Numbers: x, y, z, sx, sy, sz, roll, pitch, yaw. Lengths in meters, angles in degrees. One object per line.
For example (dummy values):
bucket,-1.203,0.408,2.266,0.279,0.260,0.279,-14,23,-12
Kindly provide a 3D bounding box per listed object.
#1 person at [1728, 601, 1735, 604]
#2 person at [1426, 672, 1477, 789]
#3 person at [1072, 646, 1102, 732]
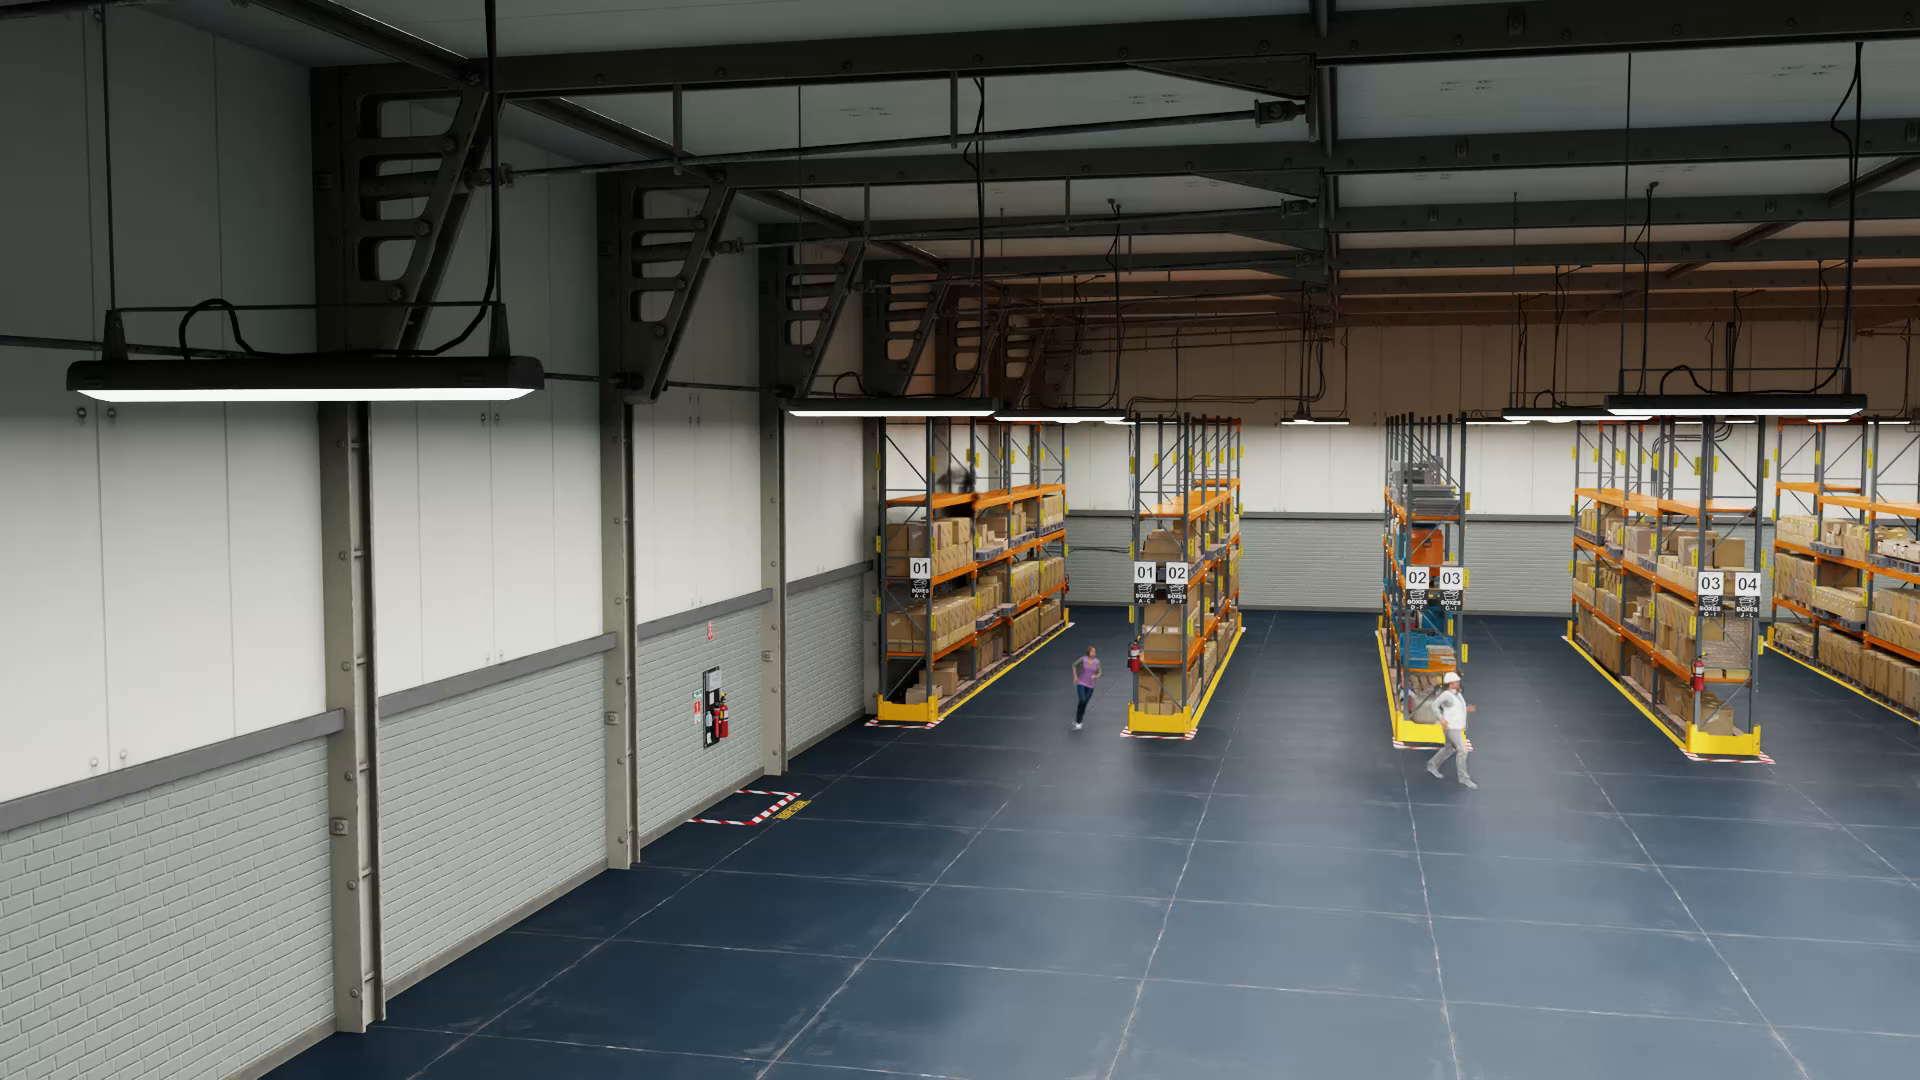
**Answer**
person,20.678,1.891,44.800,0.779,1.602,0.791,0,4,-7
person,7.868,3.020,26.603,0.877,1.804,0.588,3,5,35
person,2.408,2.804,31.664,0.568,1.611,0.695,-1,4,-11
